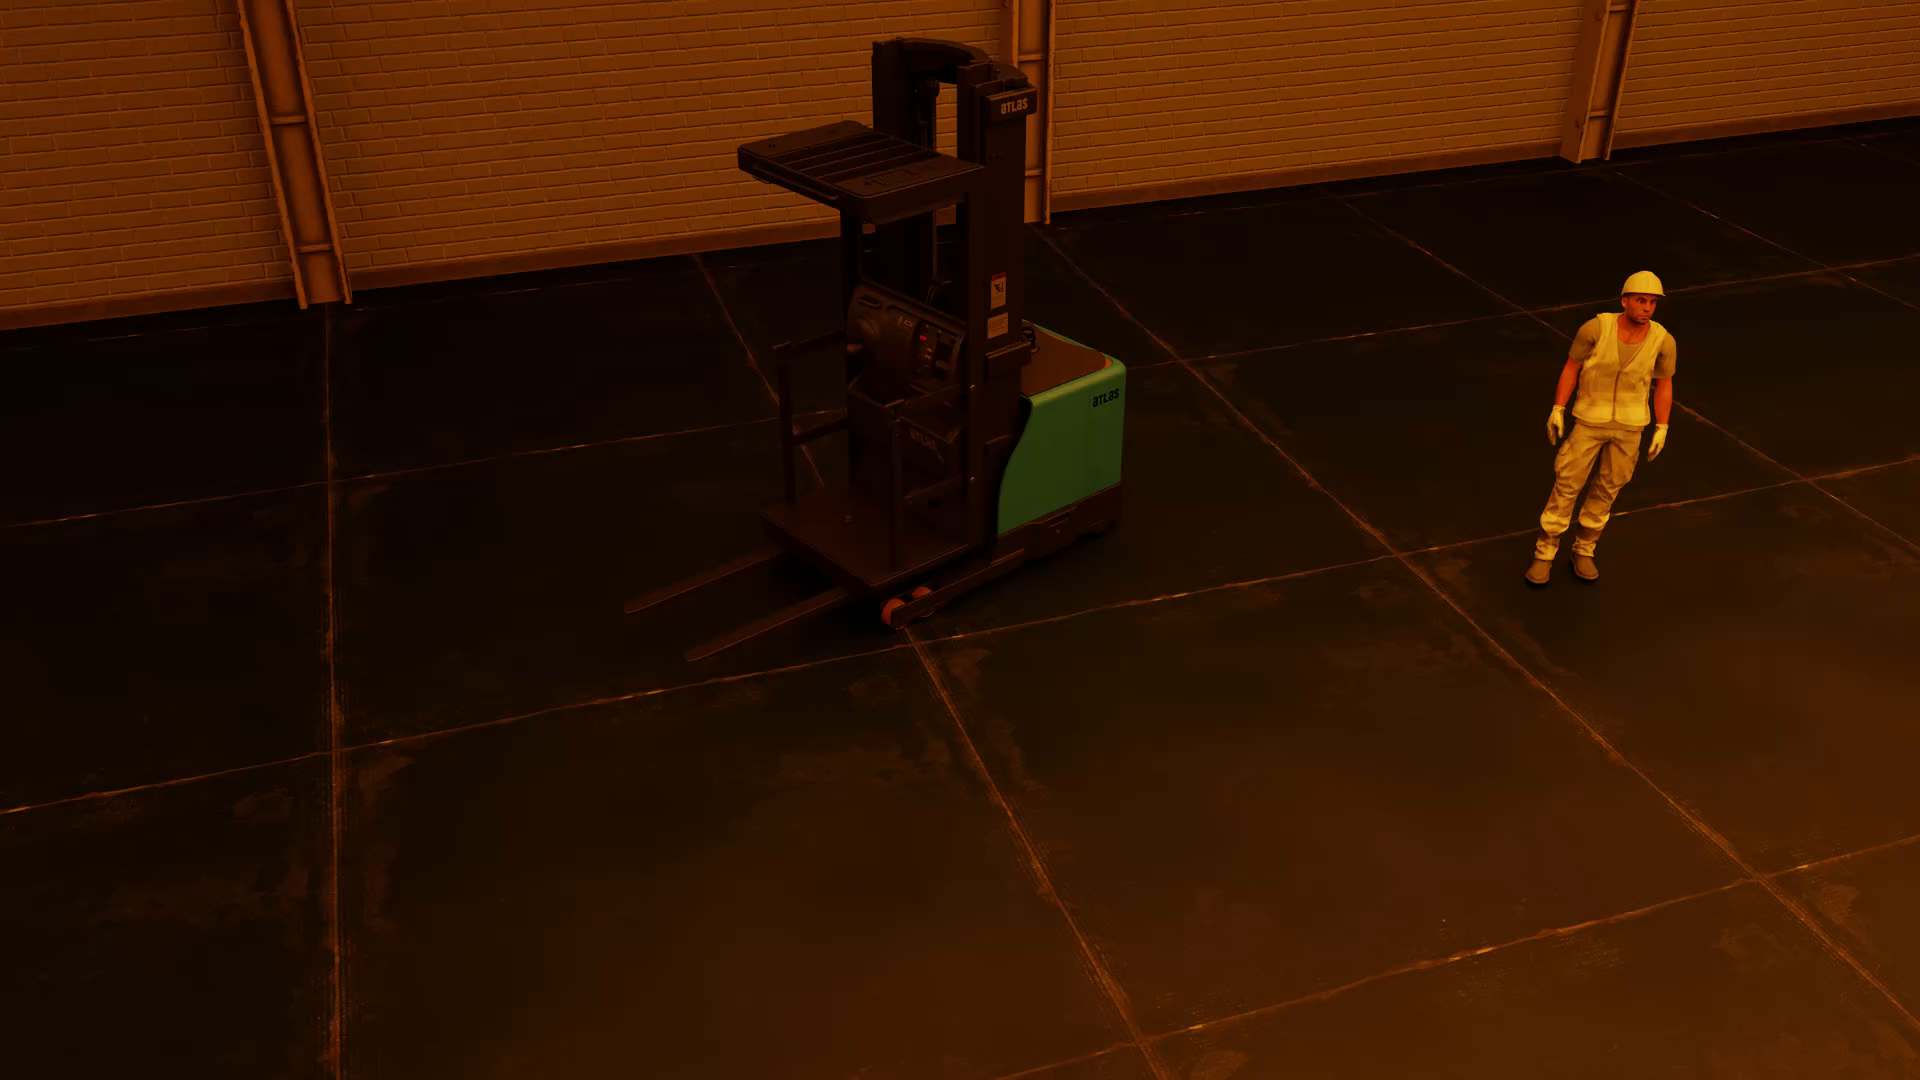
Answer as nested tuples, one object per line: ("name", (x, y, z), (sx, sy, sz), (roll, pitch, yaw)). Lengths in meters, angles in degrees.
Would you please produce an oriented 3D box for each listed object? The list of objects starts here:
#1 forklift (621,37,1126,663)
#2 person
("forklift", (-0.461, -1.072, 8.951), (3.031, 2.935, 1.130), (-23, 37, -34))
("person", (3.610, -0.604, 9.268), (0.638, 1.789, 0.563), (7, 31, 12))
